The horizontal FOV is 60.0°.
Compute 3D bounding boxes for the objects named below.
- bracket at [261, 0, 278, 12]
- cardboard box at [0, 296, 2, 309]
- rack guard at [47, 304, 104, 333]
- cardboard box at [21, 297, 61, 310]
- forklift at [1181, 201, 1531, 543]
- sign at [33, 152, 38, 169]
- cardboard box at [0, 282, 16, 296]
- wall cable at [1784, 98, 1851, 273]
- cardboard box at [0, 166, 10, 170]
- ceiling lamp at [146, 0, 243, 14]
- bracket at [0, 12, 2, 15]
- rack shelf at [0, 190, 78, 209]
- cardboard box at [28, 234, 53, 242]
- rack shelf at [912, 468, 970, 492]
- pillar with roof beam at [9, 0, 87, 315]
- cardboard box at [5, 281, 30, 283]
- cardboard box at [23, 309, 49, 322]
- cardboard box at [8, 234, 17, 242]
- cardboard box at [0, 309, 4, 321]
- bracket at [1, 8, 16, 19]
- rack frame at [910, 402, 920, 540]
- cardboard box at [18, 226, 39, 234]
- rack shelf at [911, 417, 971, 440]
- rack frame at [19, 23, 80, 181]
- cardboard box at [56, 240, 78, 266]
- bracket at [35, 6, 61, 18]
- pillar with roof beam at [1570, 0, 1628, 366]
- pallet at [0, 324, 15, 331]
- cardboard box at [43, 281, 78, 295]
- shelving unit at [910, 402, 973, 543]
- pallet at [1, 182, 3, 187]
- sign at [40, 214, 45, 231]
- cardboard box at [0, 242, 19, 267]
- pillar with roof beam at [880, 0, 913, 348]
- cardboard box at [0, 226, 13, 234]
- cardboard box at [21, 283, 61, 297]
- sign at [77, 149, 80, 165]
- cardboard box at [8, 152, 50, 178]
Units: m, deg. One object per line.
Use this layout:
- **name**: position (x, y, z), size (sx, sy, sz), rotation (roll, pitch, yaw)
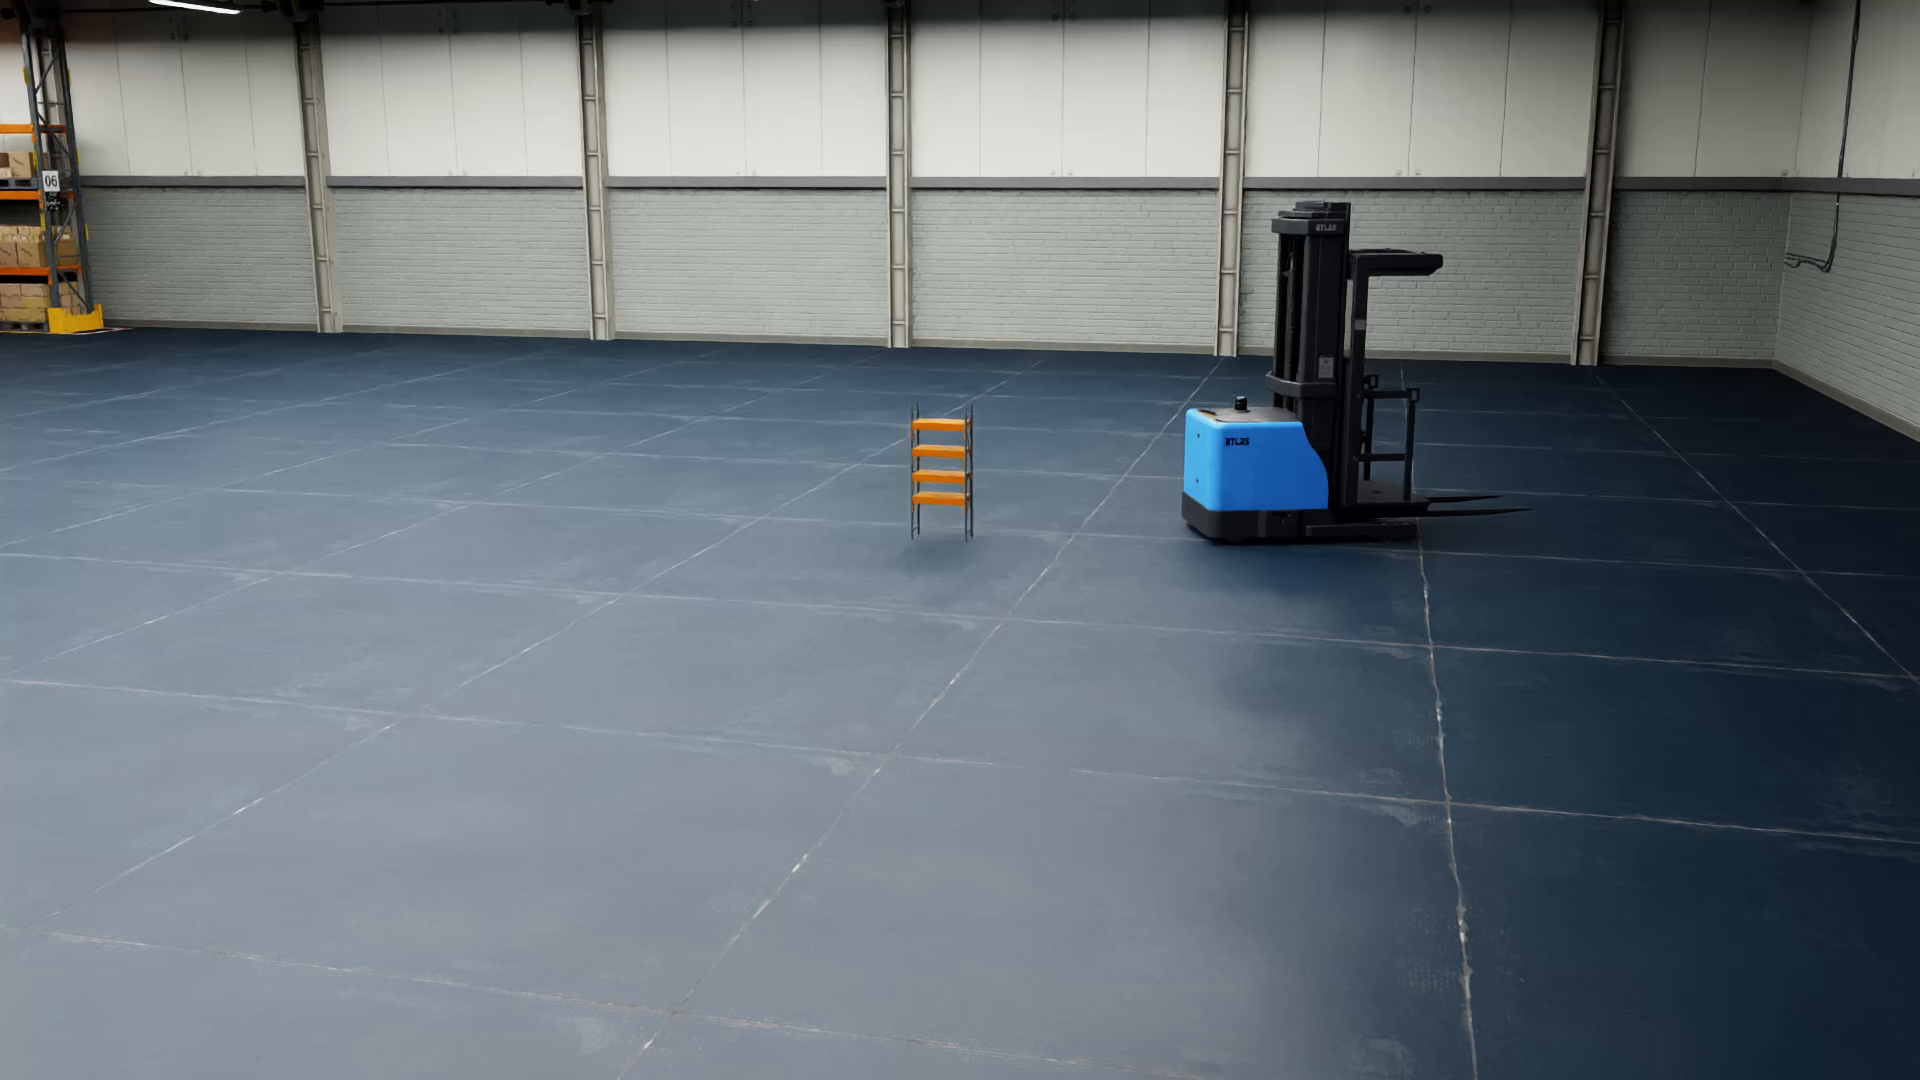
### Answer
- **bracket**: position (-13.247, -10.310, 32.117), size (0.430, 0.232, 0.235), rotation (3, 13, 14)
- **cardboard box**: position (-19.662, -4.880, 34.026), size (0.500, 0.250, 0.500), rotation (3, 13, 12)
- **rack guard**: position (-18.100, -4.541, 34.047), size (0.348, 0.500, 1.175), rotation (3, 13, 14)
- **cardboard box**: position (-18.671, -4.829, 33.798), size (0.500, 0.250, 0.500), rotation (3, 13, 13)
- **forklift**: position (3.604, -1.525, 14.842), size (3.031, 2.935, 1.130), rotation (-2, 13, -7)
- **sign**: position (-18.267, -7.507, 32.859), size (0.005, 0.325, 0.100), rotation (3, 13, 14)
- **cardboard box**: position (-19.635, -5.121, 33.961), size (0.500, 0.250, 0.500), rotation (3, 13, 14)
- **wall cable**: position (13.086, -5.413, 25.526), size (0.112, 2.526, 3.097), rotation (3, 13, 14)
- **cardboard box**: position (-19.247, -7.408, 33.381), size (0.258, 0.266, 0.396), rotation (3, 13, 14)
- **ceiling lamp**: position (-12.464, -10.380, 27.267), size (0.800, 3.185, 2.000), rotation (3, 13, 14)
- **bracket**: position (-21.573, -10.755, 34.123), size (4.783, 0.066, 0.076), rotation (3, 13, 14)
- **rack shelf**: position (-20.066, -6.980, 34.003), size (4.000, 0.370, 1.077), rotation (3, 13, 14)
- **cardboard box**: position (-18.527, -6.087, 33.517), size (0.250, 0.149, 0.380), rotation (3, 13, 14)
- **rack shelf**: position (-0.161, -0.529, 14.657), size (0.480, 0.148, 0.258), rotation (3, 13, 14)
- **pillar with roof beam**: position (-19.615, -8.012, 30.069), size (0.548, 9.000, 9.100), rotation (3, 13, 14)
- **cardboard box**: position (-19.514, -5.232, 34.459), size (0.500, 0.250, 0.500), rotation (3, 13, 13)
- **cardboard box**: position (-18.656, -4.583, 33.845), size (0.500, 0.250, 0.500), rotation (3, 13, 14)
- **cardboard box**: position (-19.020, -6.121, 33.667), size (0.250, 0.149, 0.380), rotation (3, 13, 15)
- **cardboard box**: position (-19.620, -4.639, 34.096), size (0.500, 0.250, 0.500), rotation (3, 13, 14)
- **bracket**: position (-19.072, -10.621, 33.520), size (0.430, 0.232, 0.235), rotation (3, 13, 14)
- **rack frame**: position (-0.398, -0.607, 14.700), size (0.015, 1.200, 0.240), rotation (3, 13, 14)
- **cardboard box**: position (-18.769, -6.254, 33.581), size (0.250, 0.149, 0.380), rotation (3, 13, 14)
- **rack shelf**: position (-0.161, -0.978, 14.557), size (0.480, 0.148, 0.258), rotation (3, 13, 14)
- **rack frame**: position (-18.124, -8.691, 33.132), size (0.127, 3.000, 1.000), rotation (3, 13, 14)
- **cardboard box**: position (-18.538, -5.896, 34.151), size (0.500, 0.500, 0.500), rotation (3, 13, 15)
- **bracket**: position (-18.266, -10.578, 33.326), size (0.430, 0.232, 0.235), rotation (3, 13, 14)
- **pillar with roof beam**: position (9.511, -6.455, 23.052), size (0.400, 9.000, 9.100), rotation (3, 13, 14)
- **pallet**: position (-20.057, -4.496, 34.511), size (1.213, 0.211, 1.003), rotation (3, 13, 14)
- **cardboard box**: position (-18.545, -5.178, 34.218), size (0.500, 0.250, 0.500), rotation (3, 13, 13)
- **shelving unit**: position (-0.161, -0.594, 14.643), size (0.503, 1.200, 0.258), rotation (3, 13, 14)
- **pallet**: position (-19.992, -7.289, 33.940), size (1.213, 0.211, 1.003), rotation (3, 13, 14)
- **sign**: position (-18.267, -6.330, 33.120), size (0.005, 0.325, 0.100), rotation (3, 13, 14)
- **cardboard box**: position (-19.166, -5.811, 33.768), size (0.500, 0.500, 0.500), rotation (3, 13, 15)
- **pillar with roof beam**: position (-2.140, -7.078, 25.859), size (0.548, 9.000, 9.100), rotation (3, 13, 14)
- **cardboard box**: position (-19.253, -6.290, 33.745), size (0.250, 0.149, 0.380), rotation (3, 13, 14)
- **cardboard box**: position (-18.646, -5.072, 33.738), size (0.500, 0.250, 0.500), rotation (4, 13, 15)
- **sign**: position (-17.985, -7.809, 33.879), size (0.005, 0.325, 0.100), rotation (3, 13, 14)
- **cardboard box**: position (-18.612, -7.501, 33.263), size (0.500, 0.500, 0.500), rotation (3, 13, 15)
